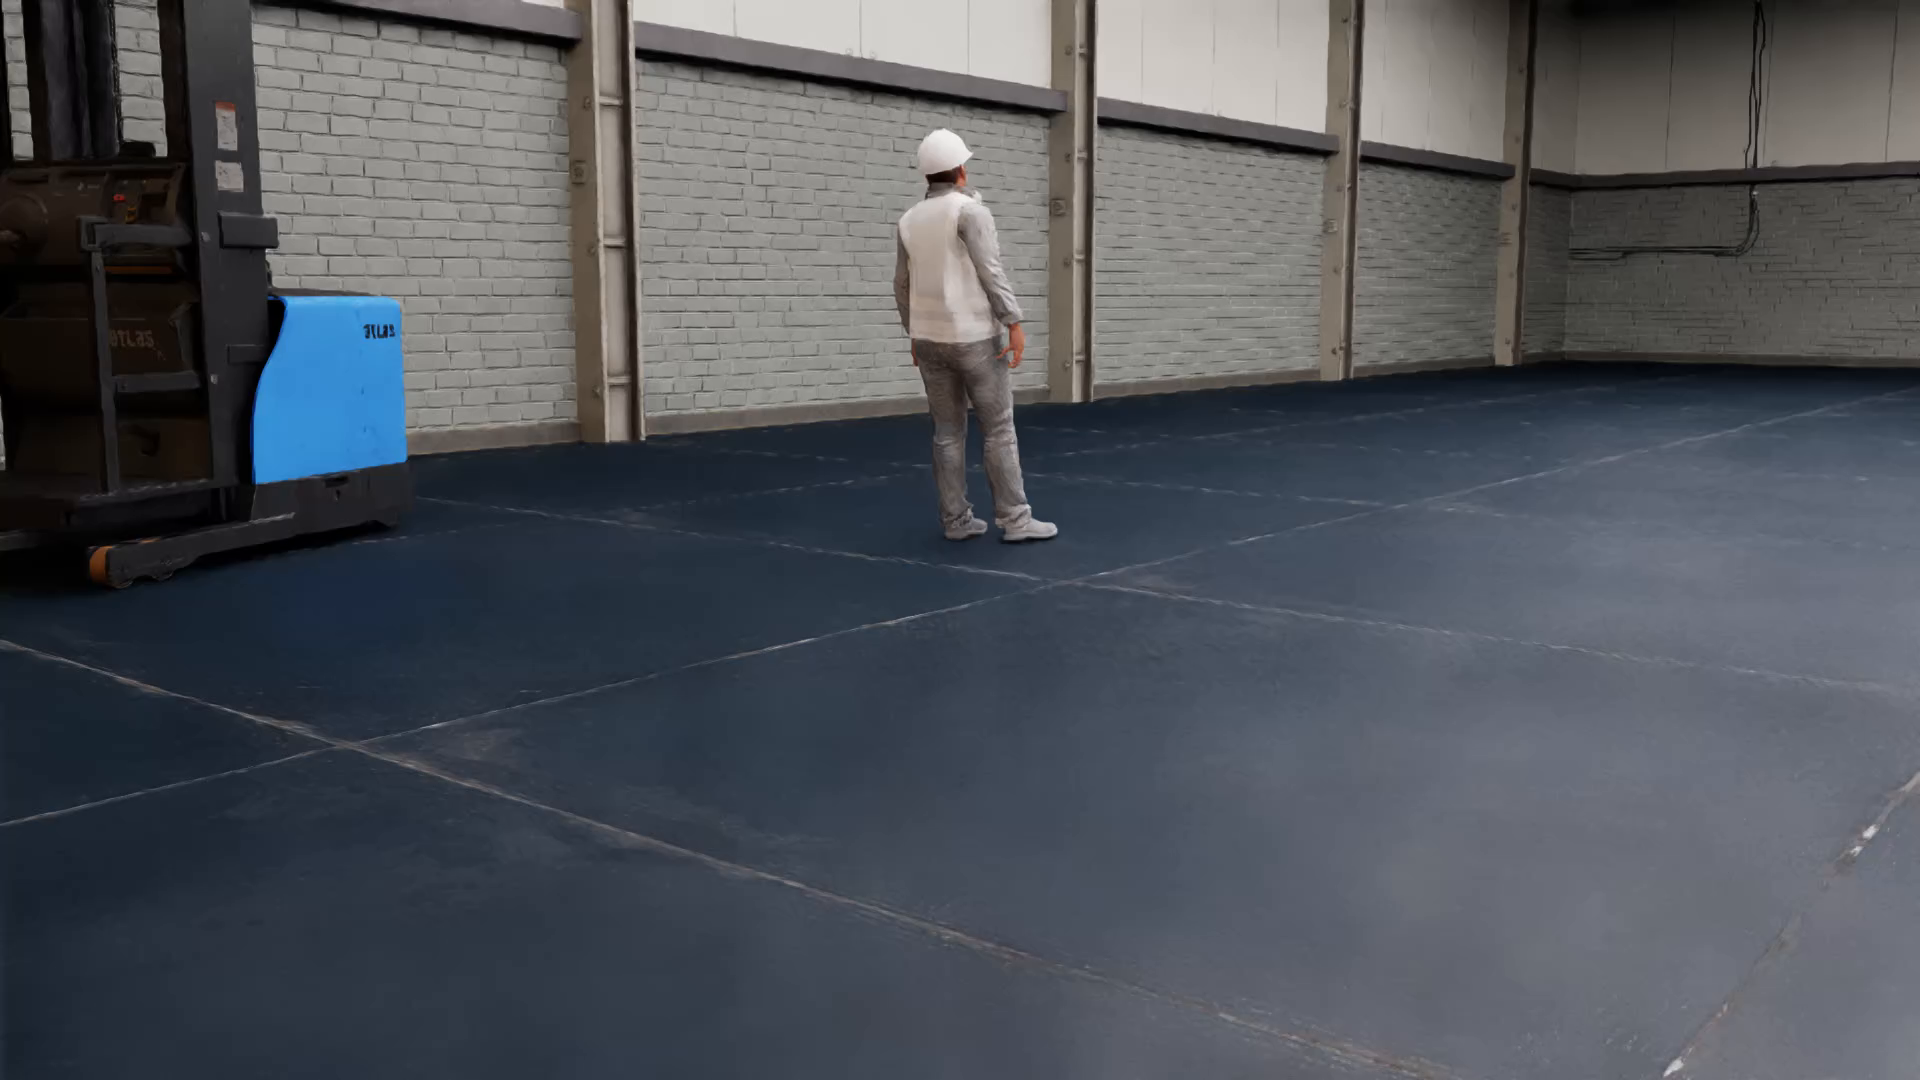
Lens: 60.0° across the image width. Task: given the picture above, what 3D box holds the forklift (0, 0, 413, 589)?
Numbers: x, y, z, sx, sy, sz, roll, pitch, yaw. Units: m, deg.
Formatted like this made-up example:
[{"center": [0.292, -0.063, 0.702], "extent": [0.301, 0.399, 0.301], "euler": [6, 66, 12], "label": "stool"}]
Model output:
[{"center": [-3.522, -1.334, 6.397], "extent": [1.130, 2.935, 3.031], "euler": [3, 9, 19], "label": "forklift"}]

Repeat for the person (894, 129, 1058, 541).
[{"center": [0.045, -0.891, 7.319], "extent": [0.632, 1.773, 0.567], "euler": [7, 11, 38], "label": "person"}]
